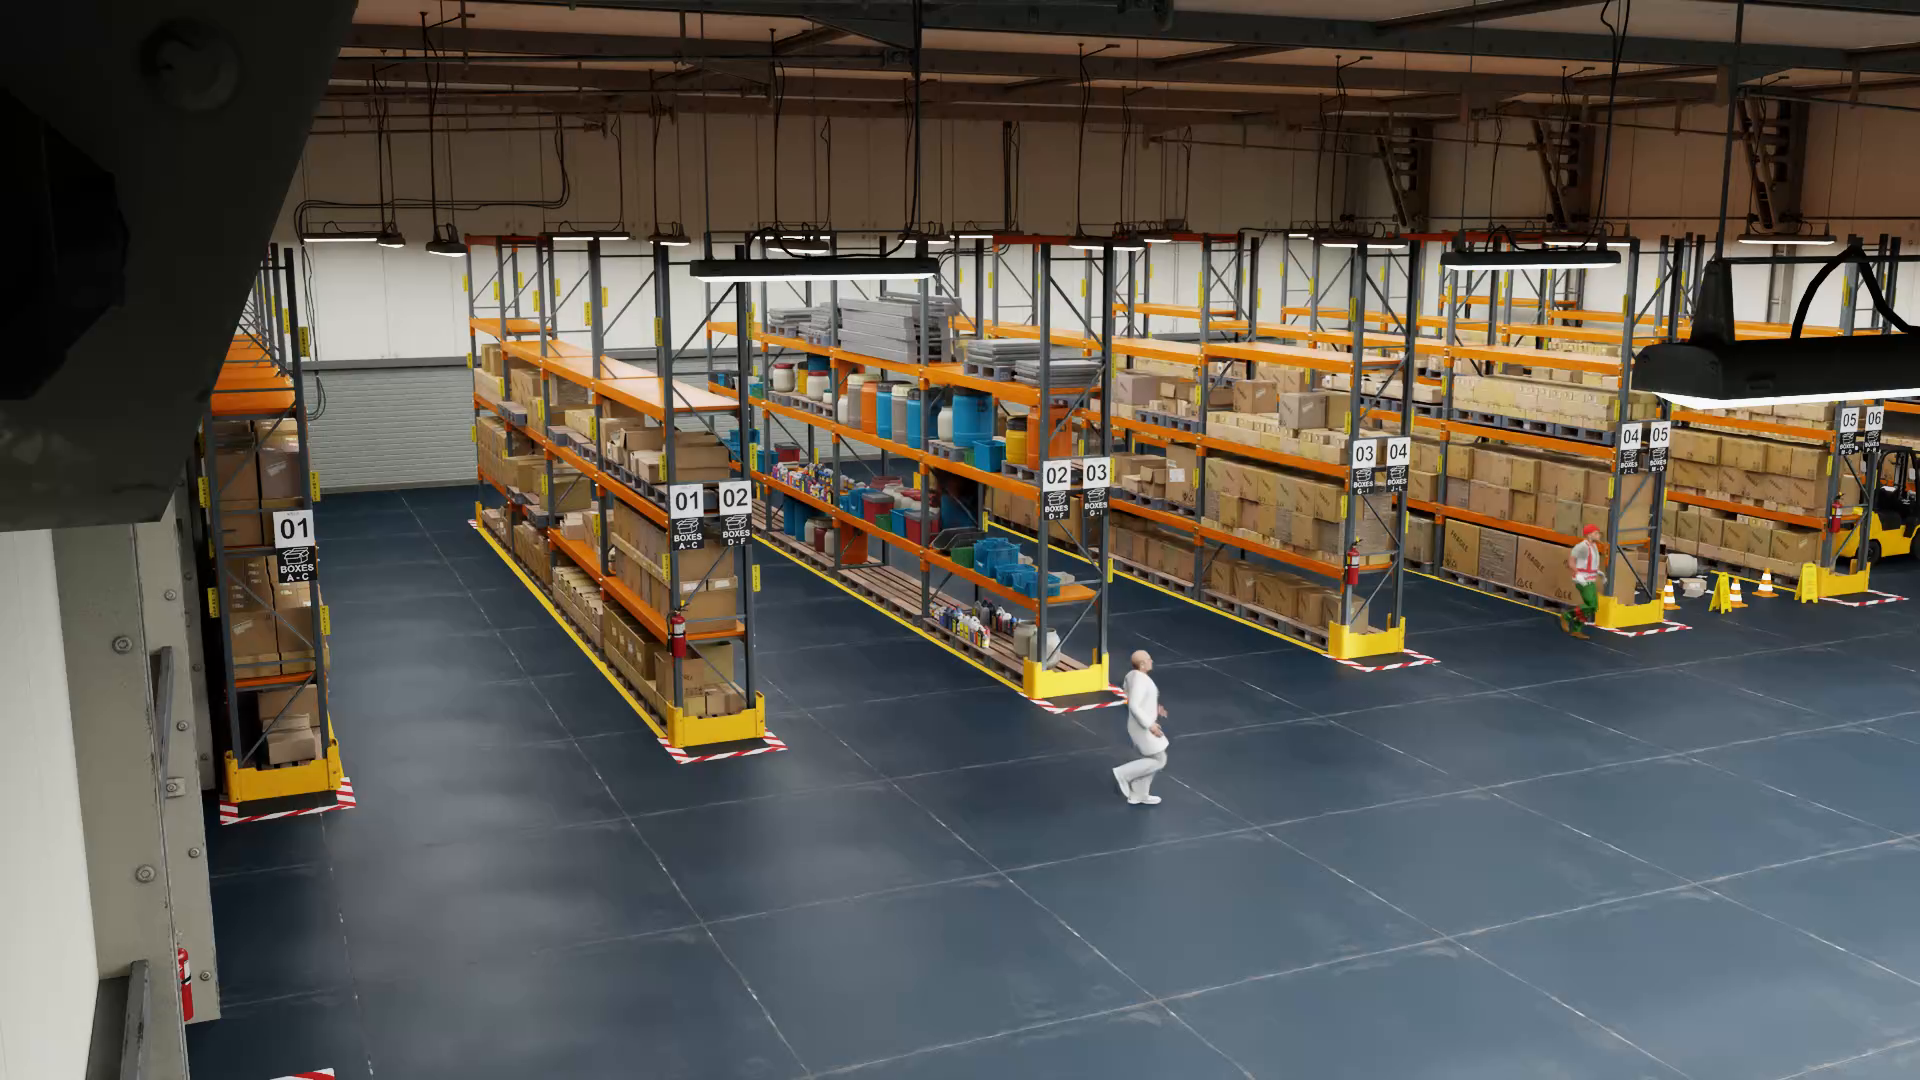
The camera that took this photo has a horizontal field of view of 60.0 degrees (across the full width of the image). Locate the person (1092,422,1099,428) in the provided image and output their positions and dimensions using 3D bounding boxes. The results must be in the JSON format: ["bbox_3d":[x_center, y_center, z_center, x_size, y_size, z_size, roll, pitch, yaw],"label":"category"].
[{"bbox_3d":[3.095,-1.871,38.363,0.588,1.726,0.791,-3,11,-14],"label":"person"}]

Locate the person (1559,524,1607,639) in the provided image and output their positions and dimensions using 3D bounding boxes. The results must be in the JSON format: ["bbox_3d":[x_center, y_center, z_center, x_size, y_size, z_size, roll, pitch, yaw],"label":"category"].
[{"bbox_3d":[9.559,0.620,25.412,0.573,1.740,0.662,9,14,39],"label":"person"}]

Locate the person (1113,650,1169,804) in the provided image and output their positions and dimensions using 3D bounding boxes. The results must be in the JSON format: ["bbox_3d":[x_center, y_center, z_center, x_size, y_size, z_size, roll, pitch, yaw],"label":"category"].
[{"bbox_3d":[1.966,2.042,18.085,0.637,1.732,0.710,-1,11,-4],"label":"person"}]
